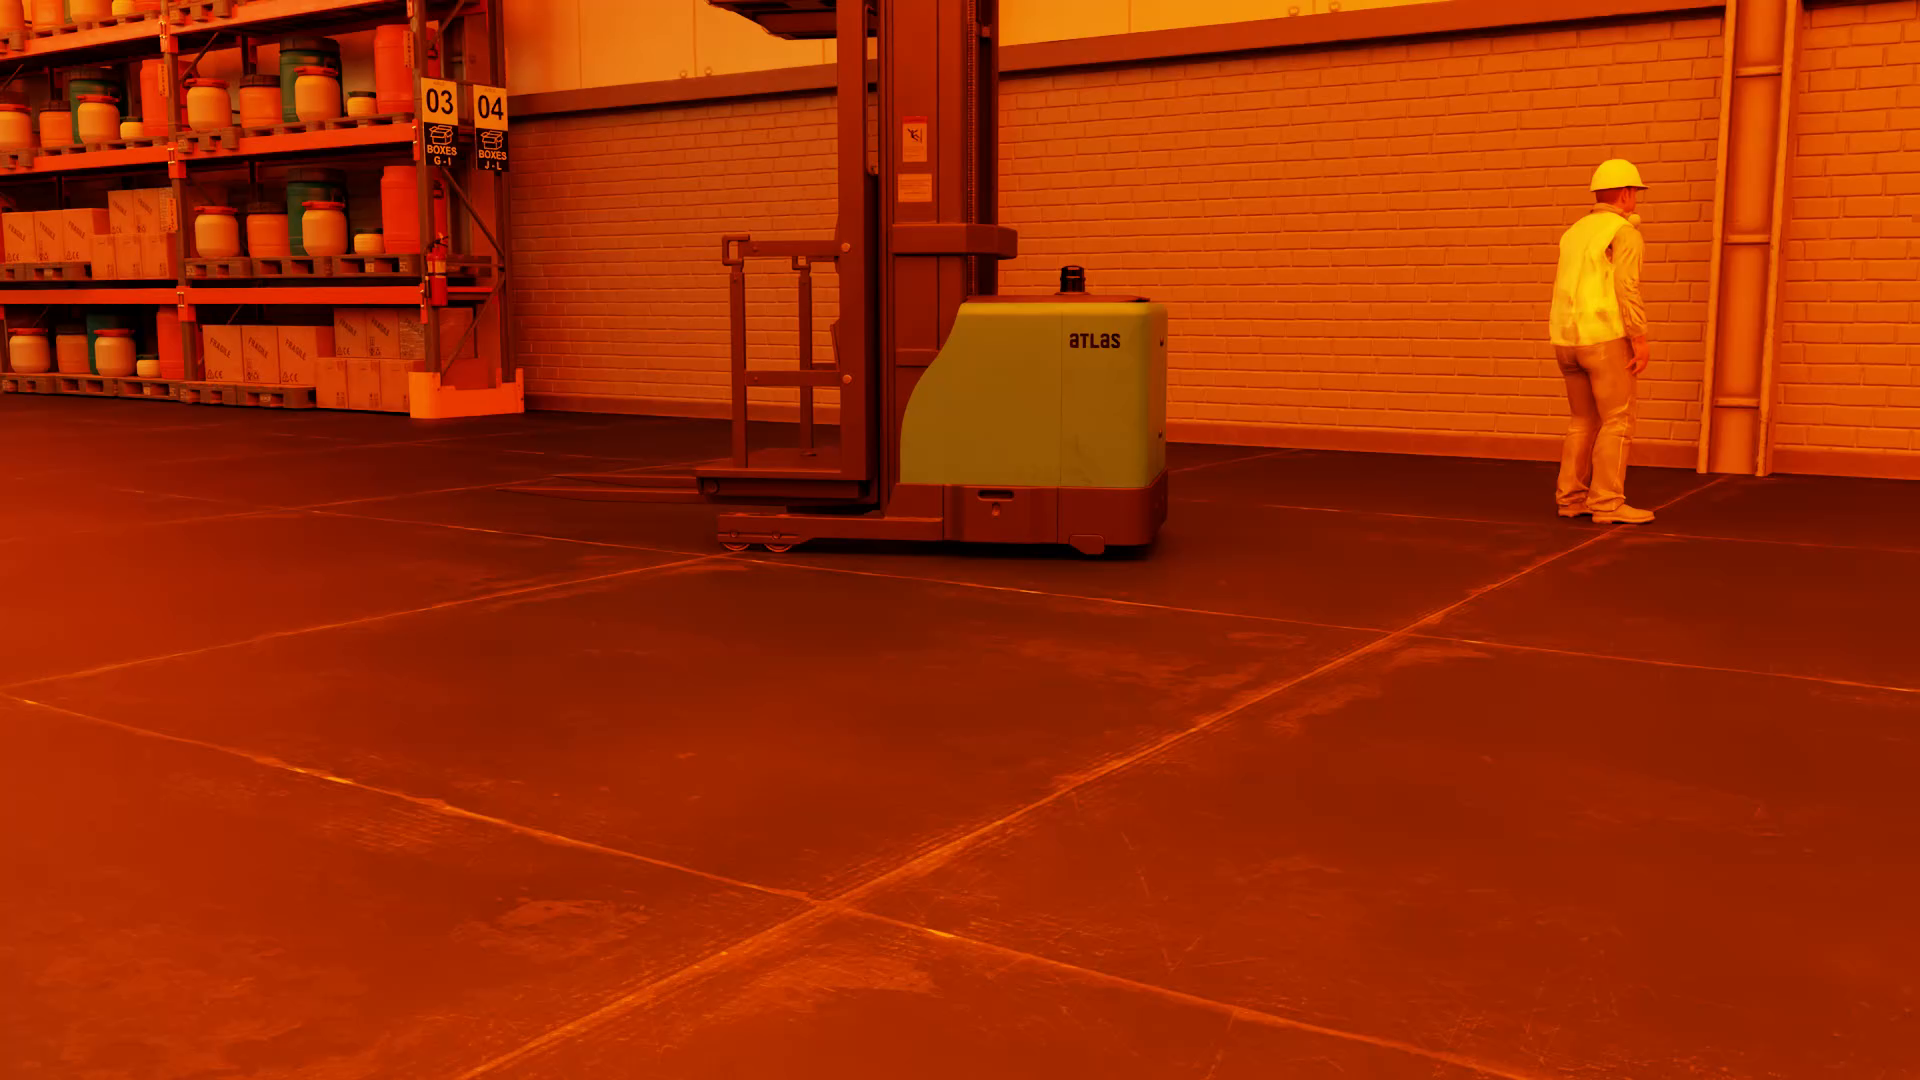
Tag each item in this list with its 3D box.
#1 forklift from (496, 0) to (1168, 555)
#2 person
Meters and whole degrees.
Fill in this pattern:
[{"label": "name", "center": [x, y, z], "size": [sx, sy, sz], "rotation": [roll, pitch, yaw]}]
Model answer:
[{"label": "forklift", "center": [-0.596, -1.469, 7.520], "size": [3.031, 2.935, 1.130], "rotation": [2, 8, 12]}, {"label": "person", "center": [3.183, -0.988, 8.259], "size": [0.457, 1.773, 0.583], "rotation": [-2, 8, -15]}]
